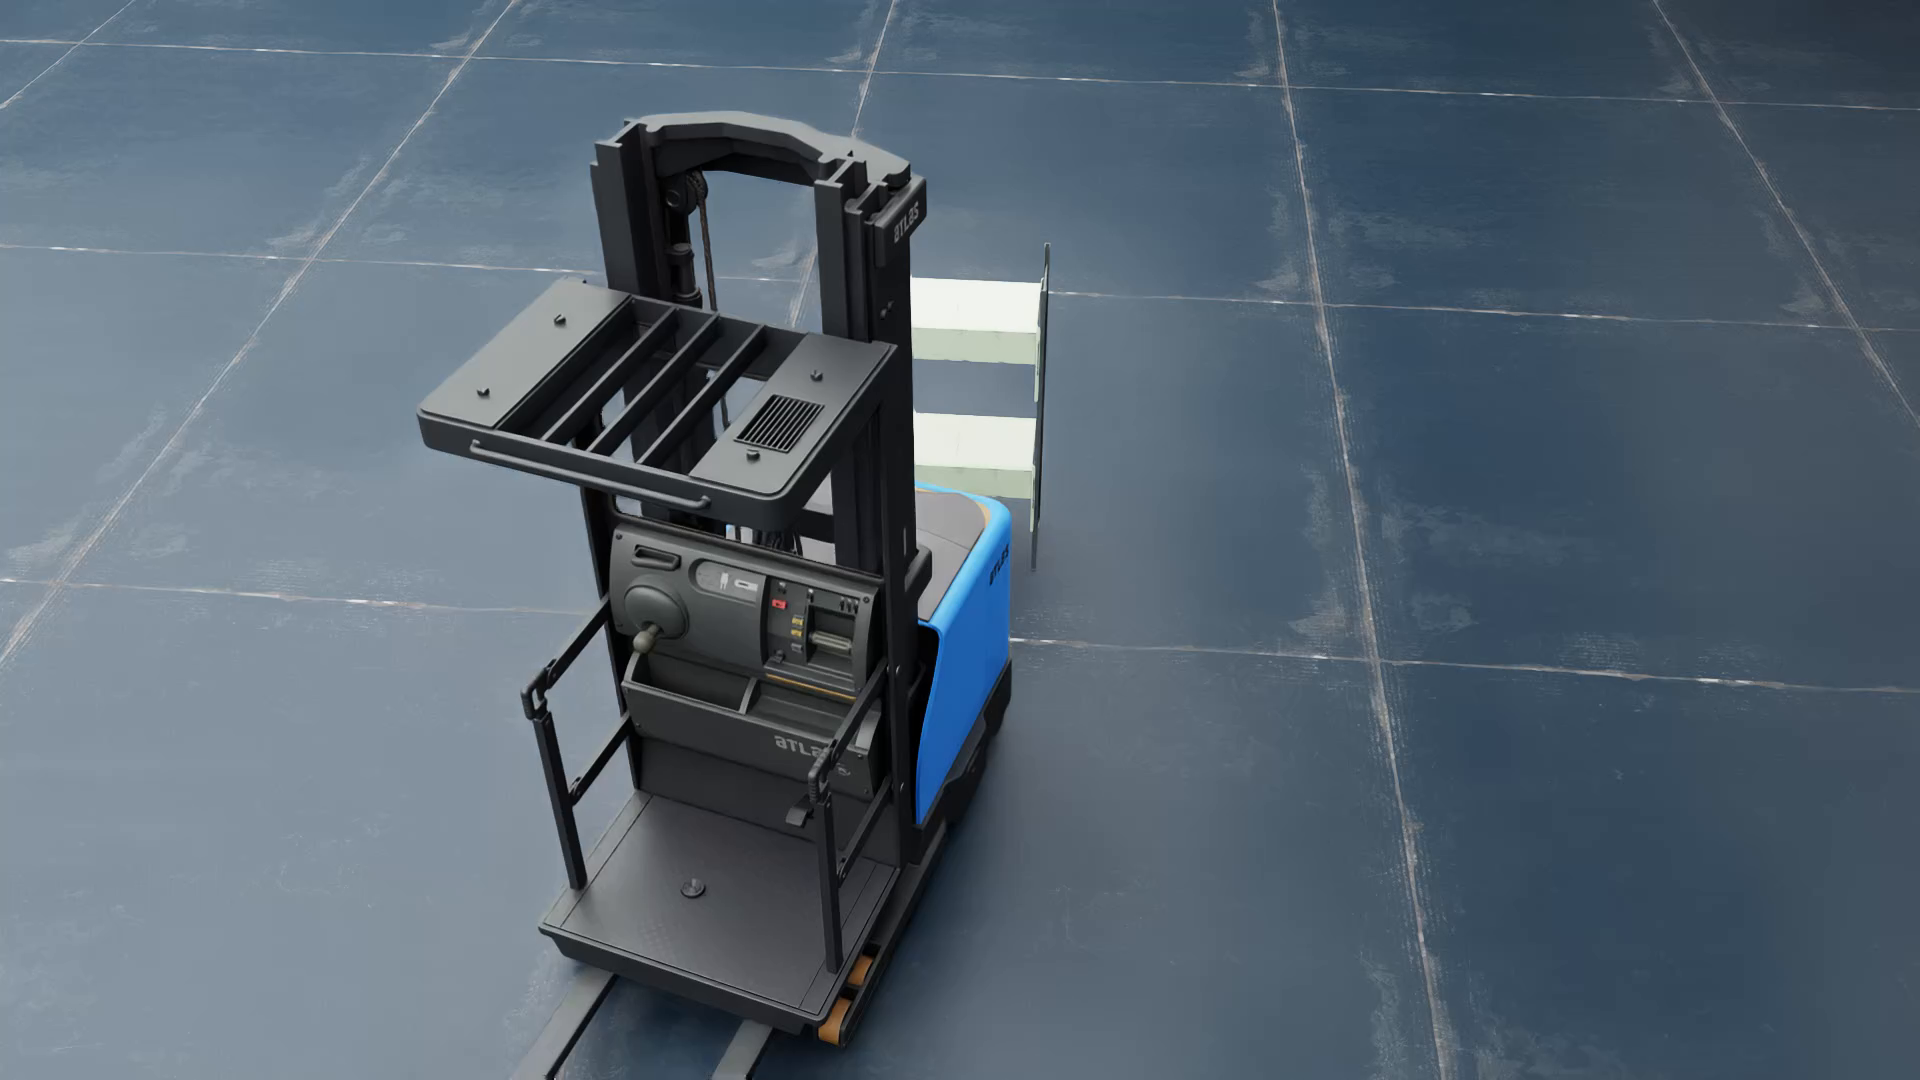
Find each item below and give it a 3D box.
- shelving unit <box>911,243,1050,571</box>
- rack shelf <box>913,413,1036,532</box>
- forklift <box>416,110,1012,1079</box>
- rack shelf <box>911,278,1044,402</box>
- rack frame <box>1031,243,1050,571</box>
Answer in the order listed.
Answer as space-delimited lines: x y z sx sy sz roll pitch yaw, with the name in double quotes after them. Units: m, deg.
-0.007 -0.582 7.447 0.755 1.500 0.431 3 39 4 "shelving unit"
-0.007 -0.329 7.653 0.720 0.370 0.431 3 39 4 "rack shelf"
-0.787 0.310 5.218 1.130 2.935 3.031 14 41 16 "forklift"
-0.007 -0.885 7.201 0.720 0.370 0.431 3 39 4 "rack shelf"
0.358 -0.562 7.423 0.023 1.500 0.400 3 39 4 "rack frame"
